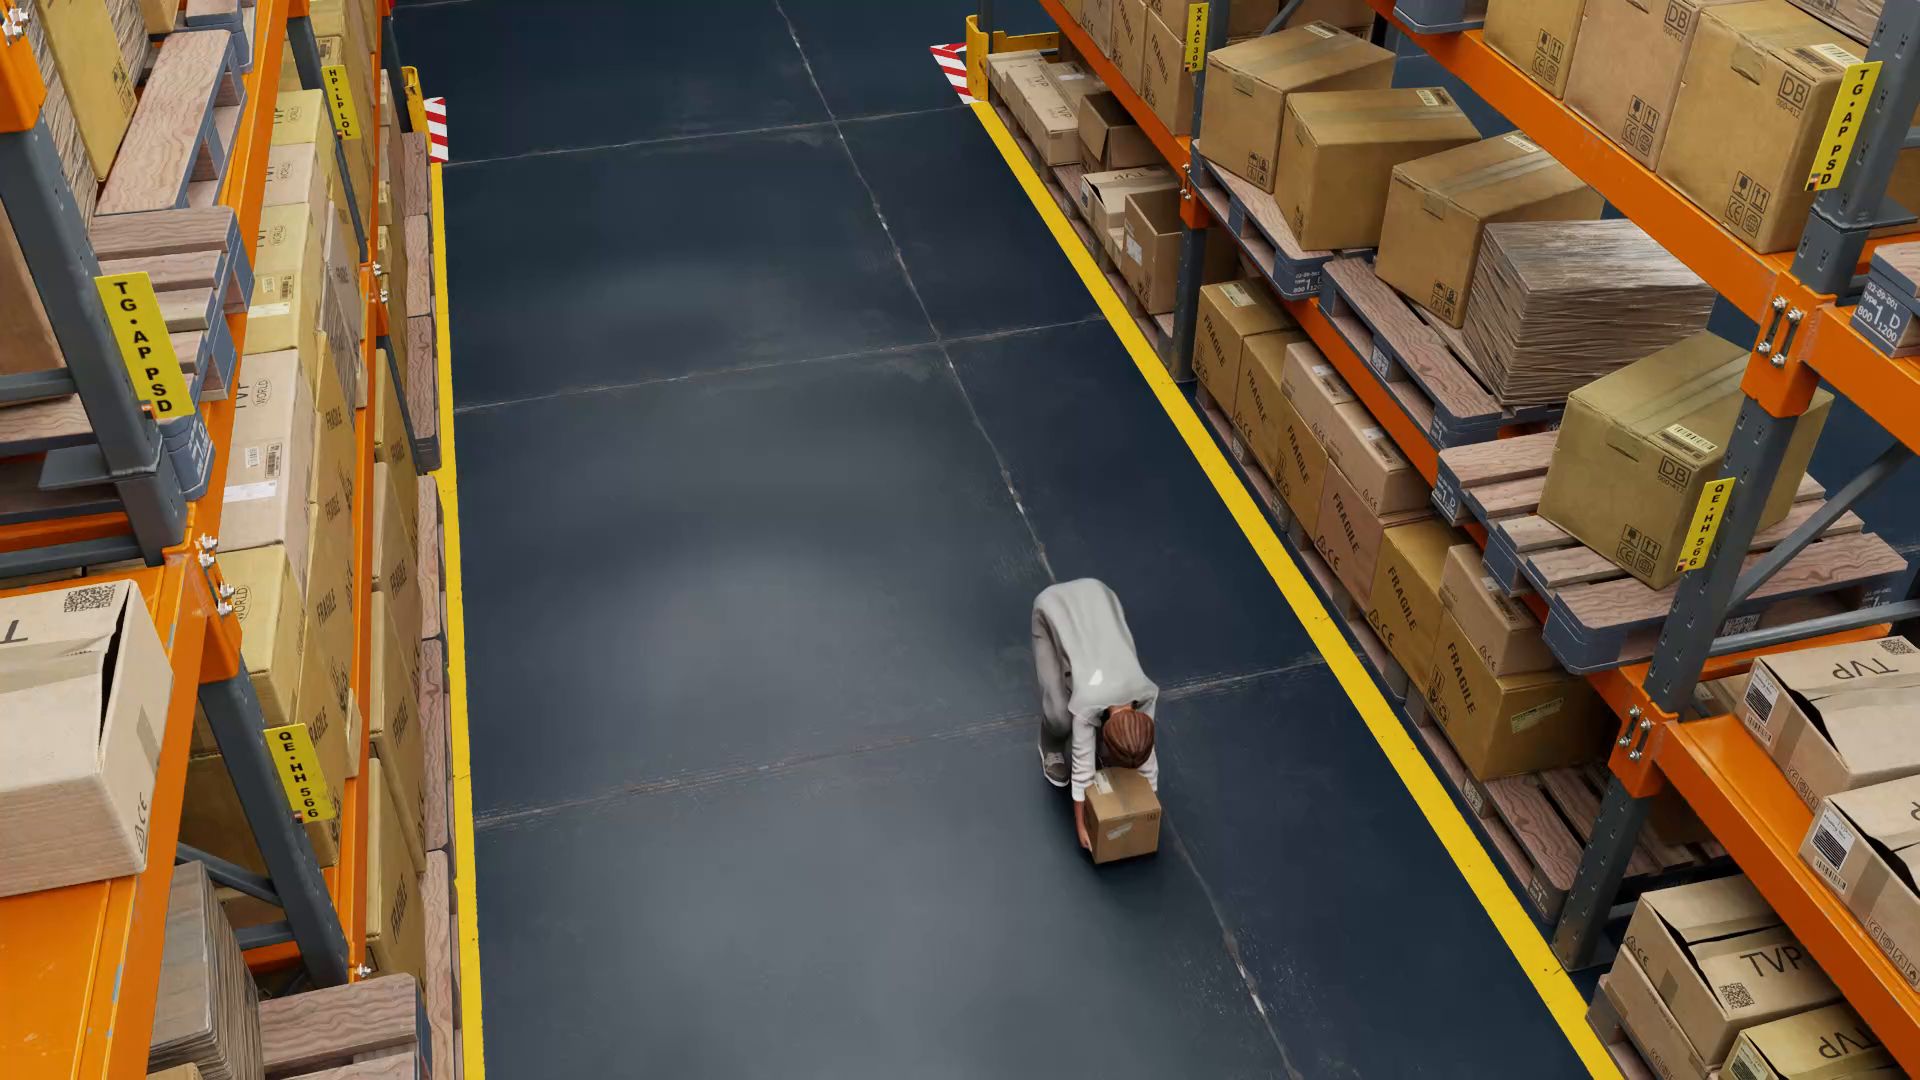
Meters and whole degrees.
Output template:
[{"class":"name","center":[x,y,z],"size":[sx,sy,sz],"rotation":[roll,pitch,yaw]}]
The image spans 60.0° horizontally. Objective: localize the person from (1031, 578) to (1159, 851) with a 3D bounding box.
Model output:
[{"class":"person","center":[0.538,0.661,6.475],"size":[0.425,0.873,0.853],"rotation":[-11,40,-14]}]
